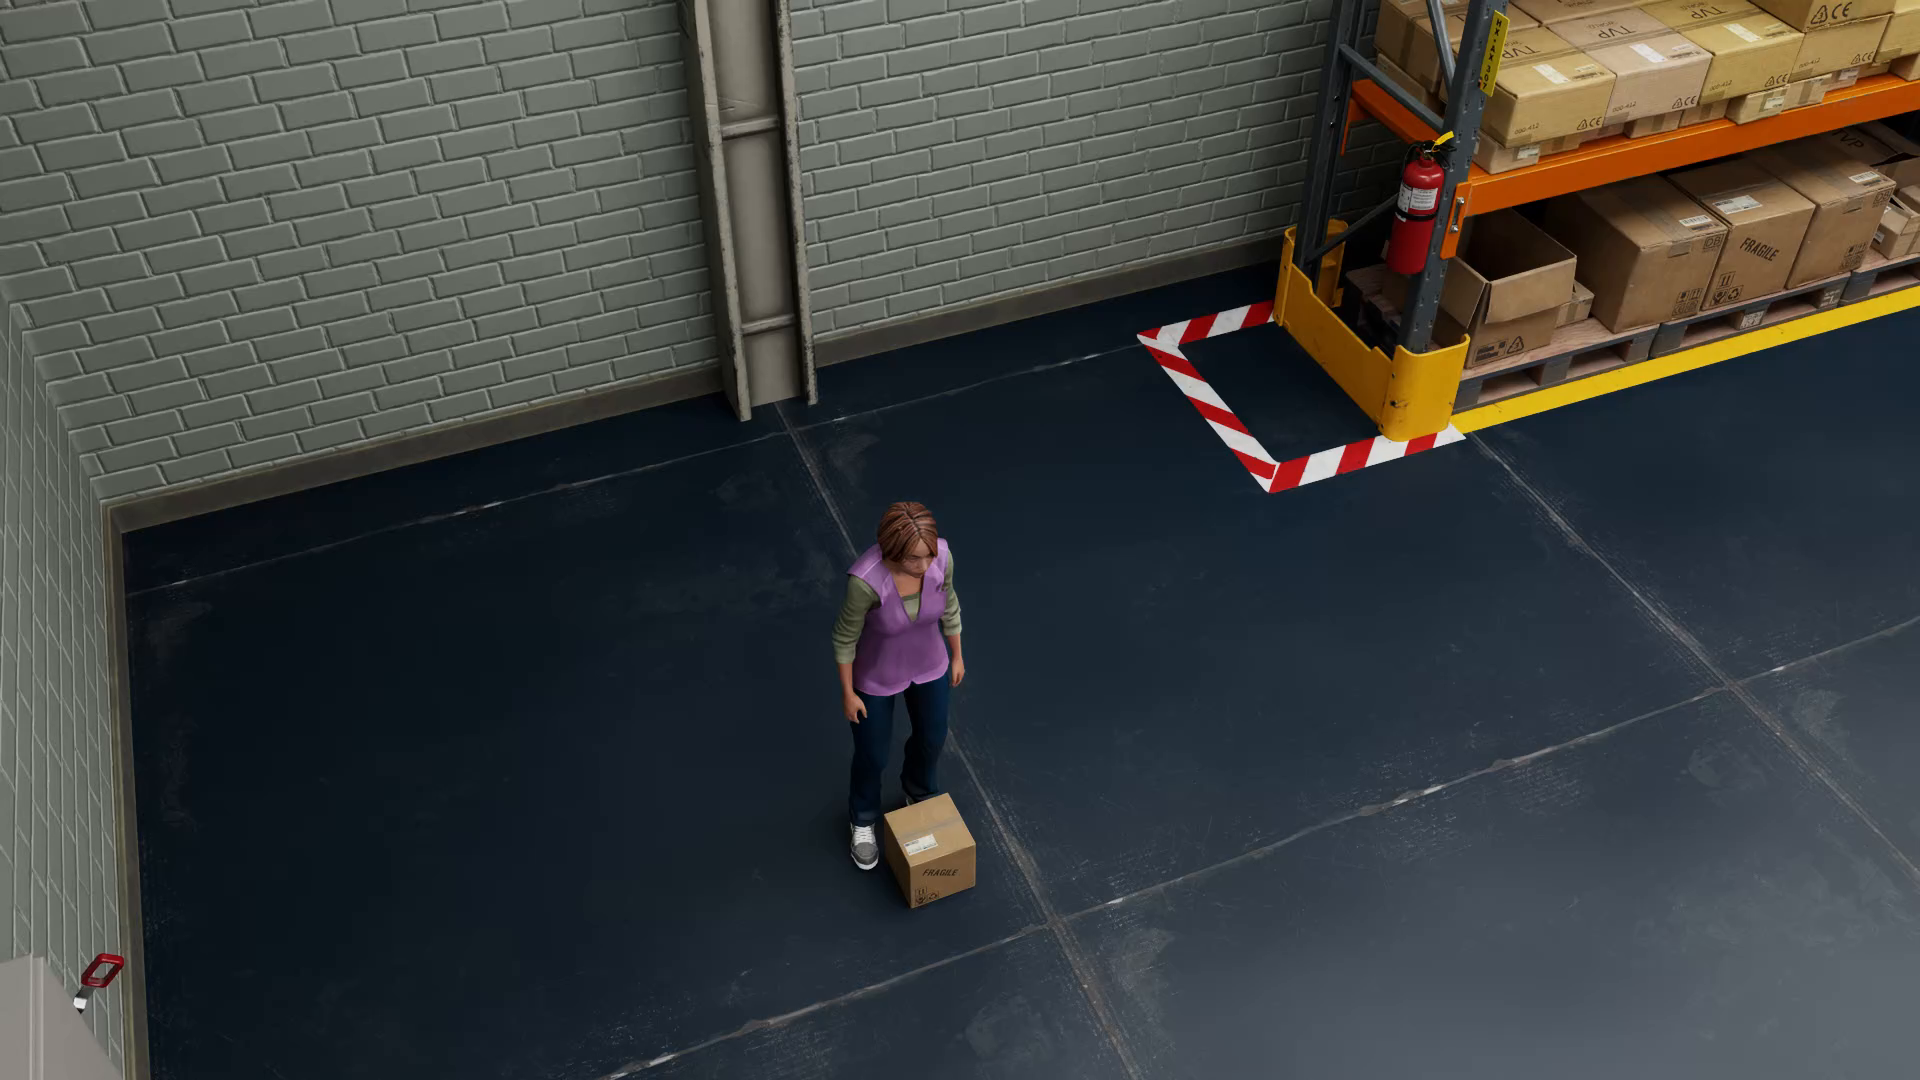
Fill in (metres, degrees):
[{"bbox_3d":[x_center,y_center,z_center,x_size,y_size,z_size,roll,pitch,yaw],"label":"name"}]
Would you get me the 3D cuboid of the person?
[{"bbox_3d":[-0.206,0.463,5.661,0.484,1.592,0.346,-18,45,-19],"label":"person"}]
